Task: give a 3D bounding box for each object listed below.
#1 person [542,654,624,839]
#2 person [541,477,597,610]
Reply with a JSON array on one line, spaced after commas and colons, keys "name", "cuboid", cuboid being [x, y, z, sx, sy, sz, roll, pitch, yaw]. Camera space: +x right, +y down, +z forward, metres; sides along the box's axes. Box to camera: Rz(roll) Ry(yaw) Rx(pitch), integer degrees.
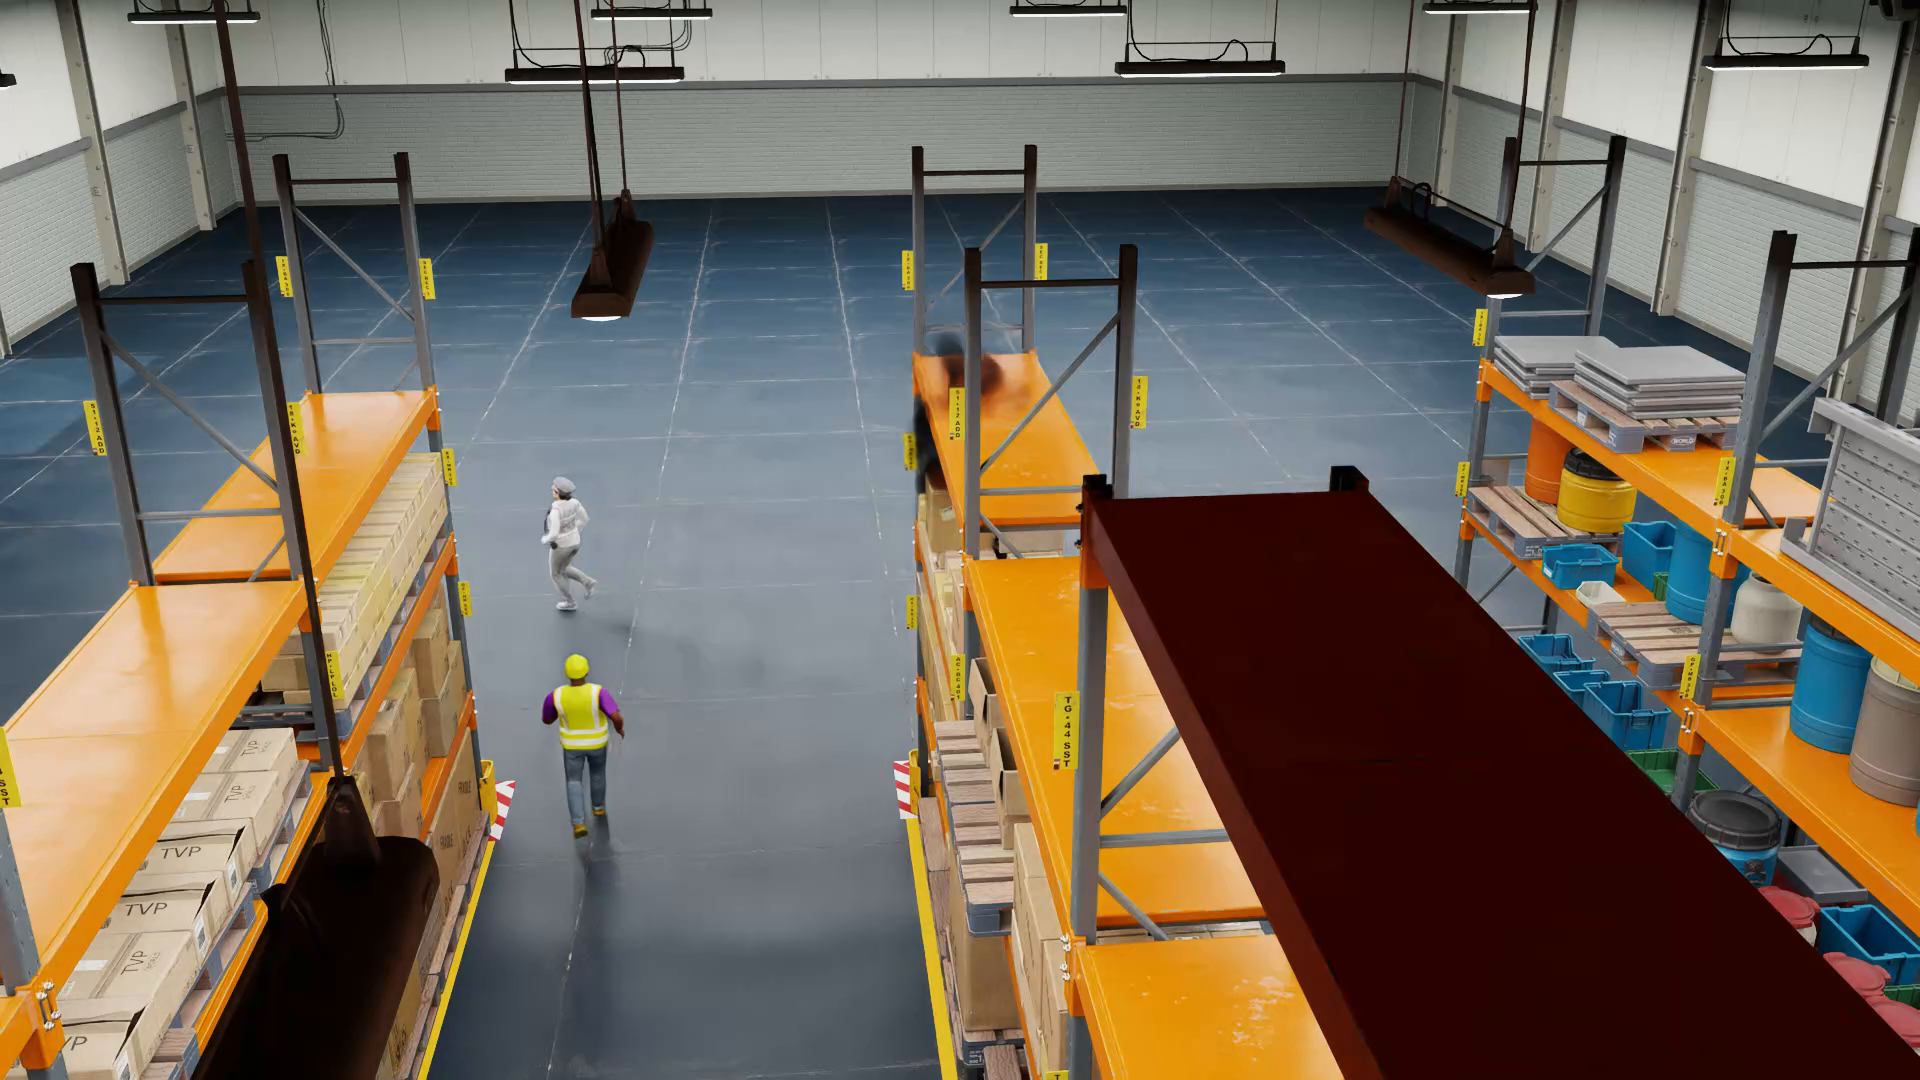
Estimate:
[{"name": "person", "cuboid": [-3.321, 1.778, 14.734, 0.707, 1.744, 0.941, -4, 22, -10]}, {"name": "person", "cuboid": [-4.549, 0.061, 19.266, 0.555, 1.657, 0.615, 10, 24, 24]}]
